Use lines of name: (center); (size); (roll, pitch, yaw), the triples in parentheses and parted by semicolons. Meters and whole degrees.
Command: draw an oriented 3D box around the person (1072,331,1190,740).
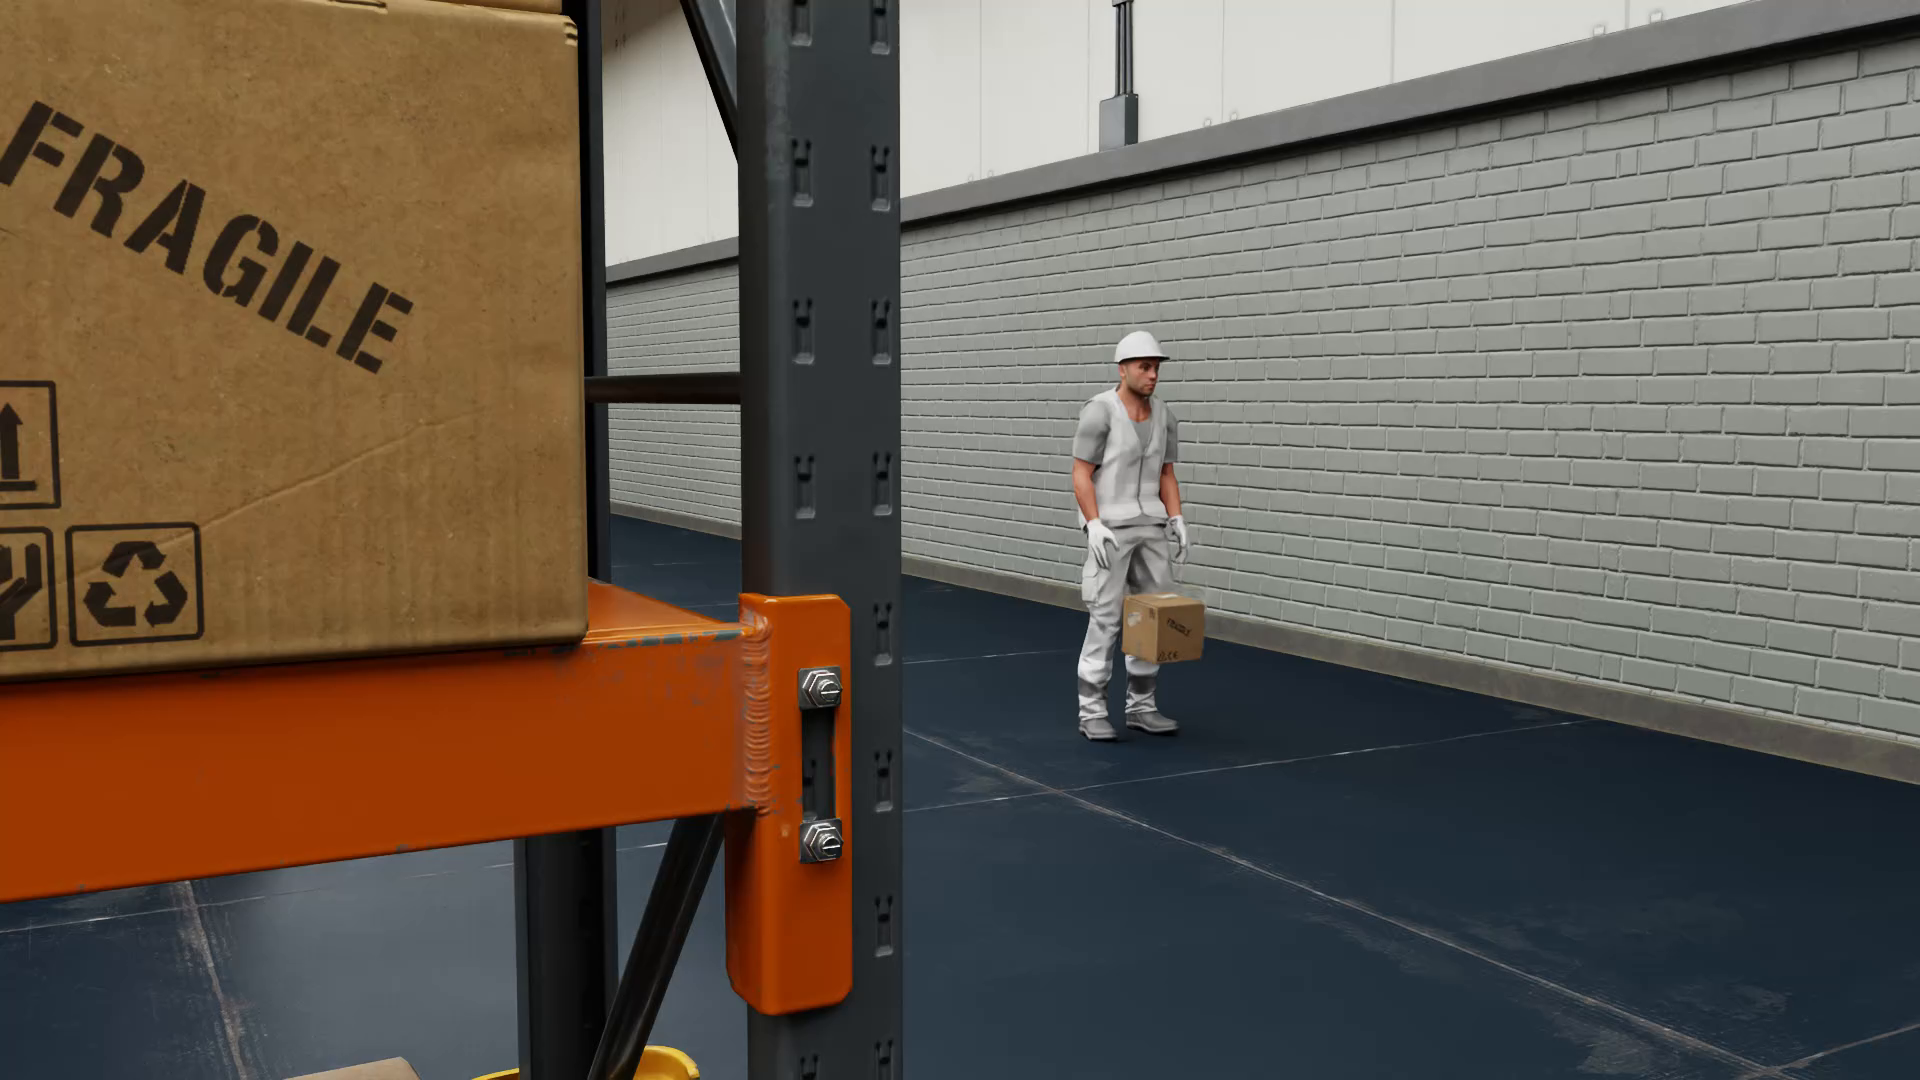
person: (0.751, -0.027, 7.378); (0.553, 1.785, 0.417); (-3, 6, -30)
